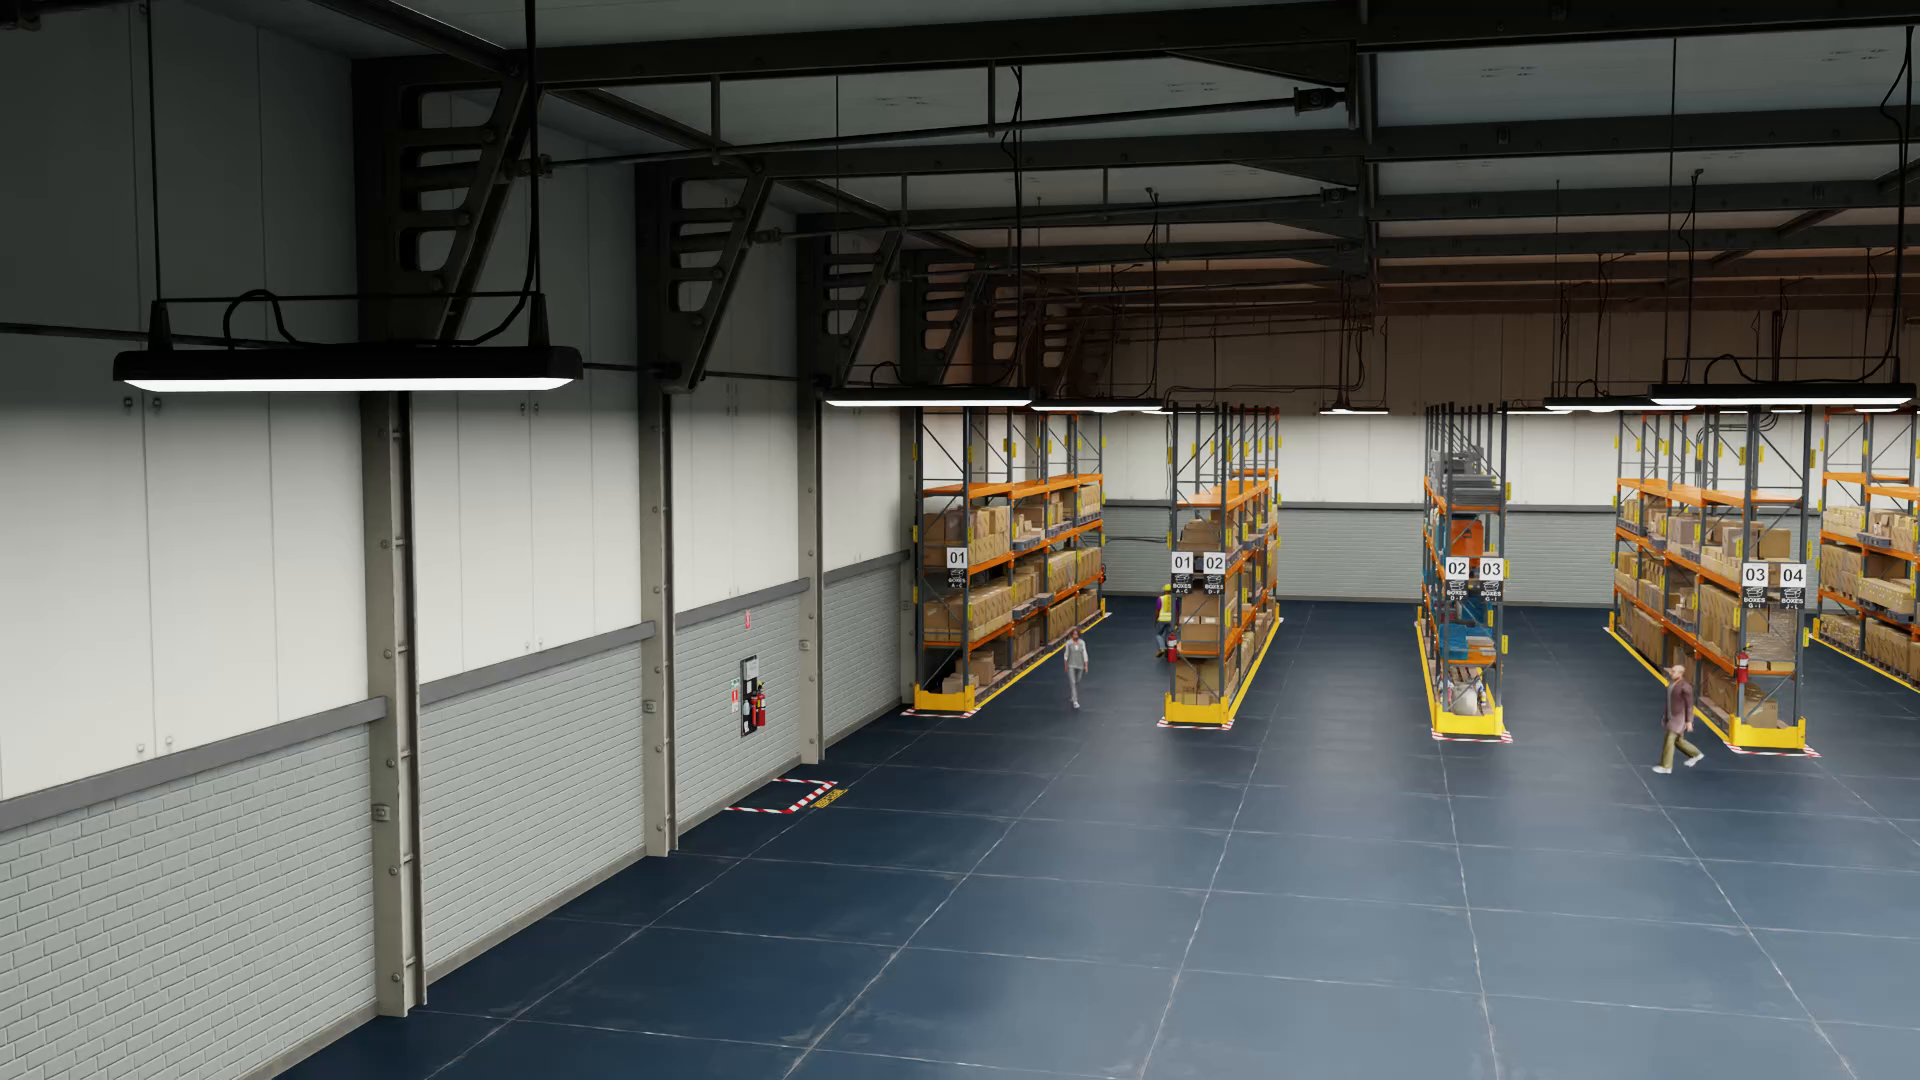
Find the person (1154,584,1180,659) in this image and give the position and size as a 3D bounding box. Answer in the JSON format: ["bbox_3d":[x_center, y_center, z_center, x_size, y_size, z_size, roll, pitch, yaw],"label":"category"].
[{"bbox_3d":[4.905,1.928,39.430,0.611,1.767,0.434,-1,4,-9],"label":"person"}]

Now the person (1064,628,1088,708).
[{"bbox_3d":[2.300,2.508,32.767,0.432,1.547,0.949,-1,4,-9],"label":"person"}]

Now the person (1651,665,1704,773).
[{"bbox_3d":[11.578,2.867,26.743,1.078,1.736,0.576,-1,4,-14],"label":"person"}]
